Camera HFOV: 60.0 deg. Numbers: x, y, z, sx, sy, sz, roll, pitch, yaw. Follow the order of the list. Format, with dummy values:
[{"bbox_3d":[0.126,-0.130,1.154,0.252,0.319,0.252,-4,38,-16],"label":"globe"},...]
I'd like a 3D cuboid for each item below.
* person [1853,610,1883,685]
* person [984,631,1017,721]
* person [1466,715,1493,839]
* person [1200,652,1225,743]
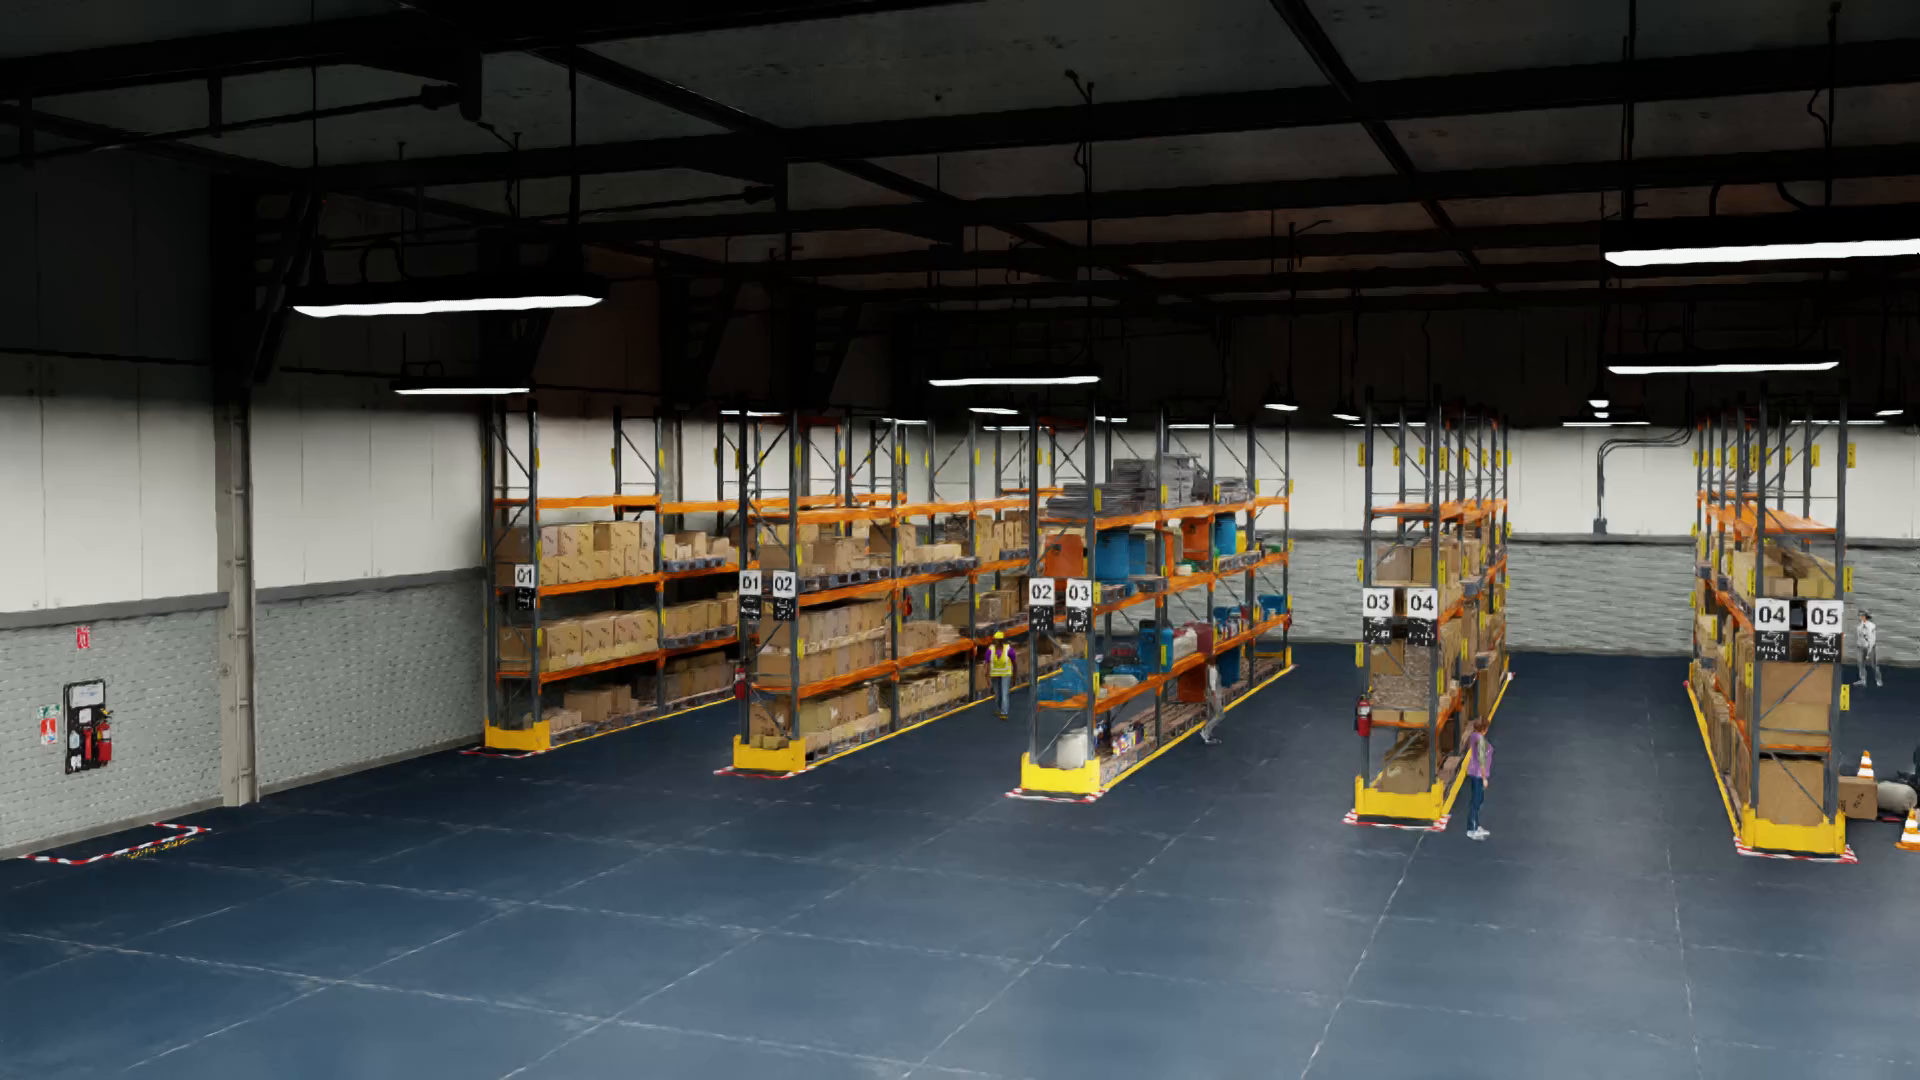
[{"bbox_3d":[20.047,2.364,36.693,0.579,1.656,0.506,-1,3,-13],"label":"person"},{"bbox_3d":[0.767,2.574,31.819,0.596,1.690,1.094,1,3,12],"label":"person"},{"bbox_3d":[6.844,3.108,21.906,0.321,1.605,0.491,0,3,8],"label":"person"},{"bbox_3d":[4.392,2.770,29.083,0.407,1.594,0.458,0,3,-7],"label":"person"}]
